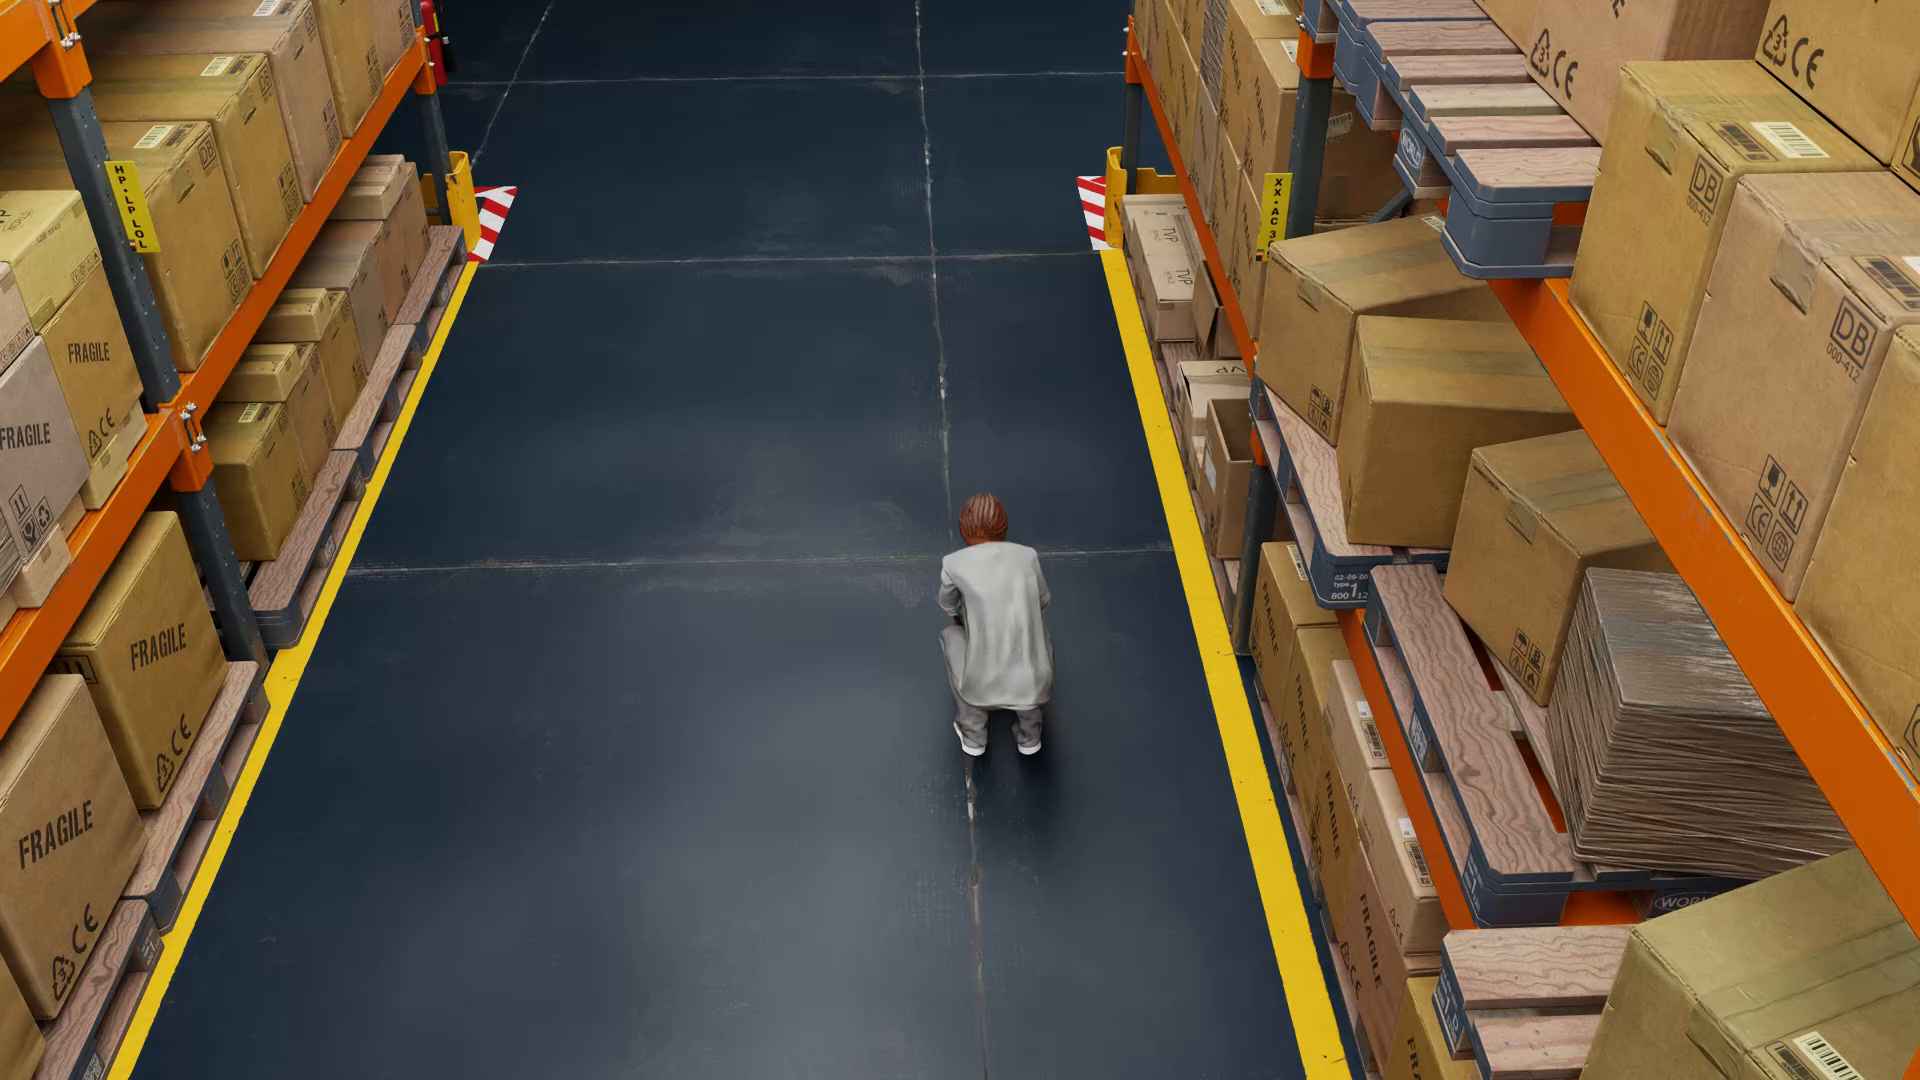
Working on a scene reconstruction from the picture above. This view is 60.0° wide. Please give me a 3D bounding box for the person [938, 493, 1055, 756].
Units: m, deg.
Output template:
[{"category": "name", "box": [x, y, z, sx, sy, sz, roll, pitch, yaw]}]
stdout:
[{"category": "person", "box": [0.144, 0.331, 6.319, 0.443, 0.875, 0.818, -1, 36, -2]}]
